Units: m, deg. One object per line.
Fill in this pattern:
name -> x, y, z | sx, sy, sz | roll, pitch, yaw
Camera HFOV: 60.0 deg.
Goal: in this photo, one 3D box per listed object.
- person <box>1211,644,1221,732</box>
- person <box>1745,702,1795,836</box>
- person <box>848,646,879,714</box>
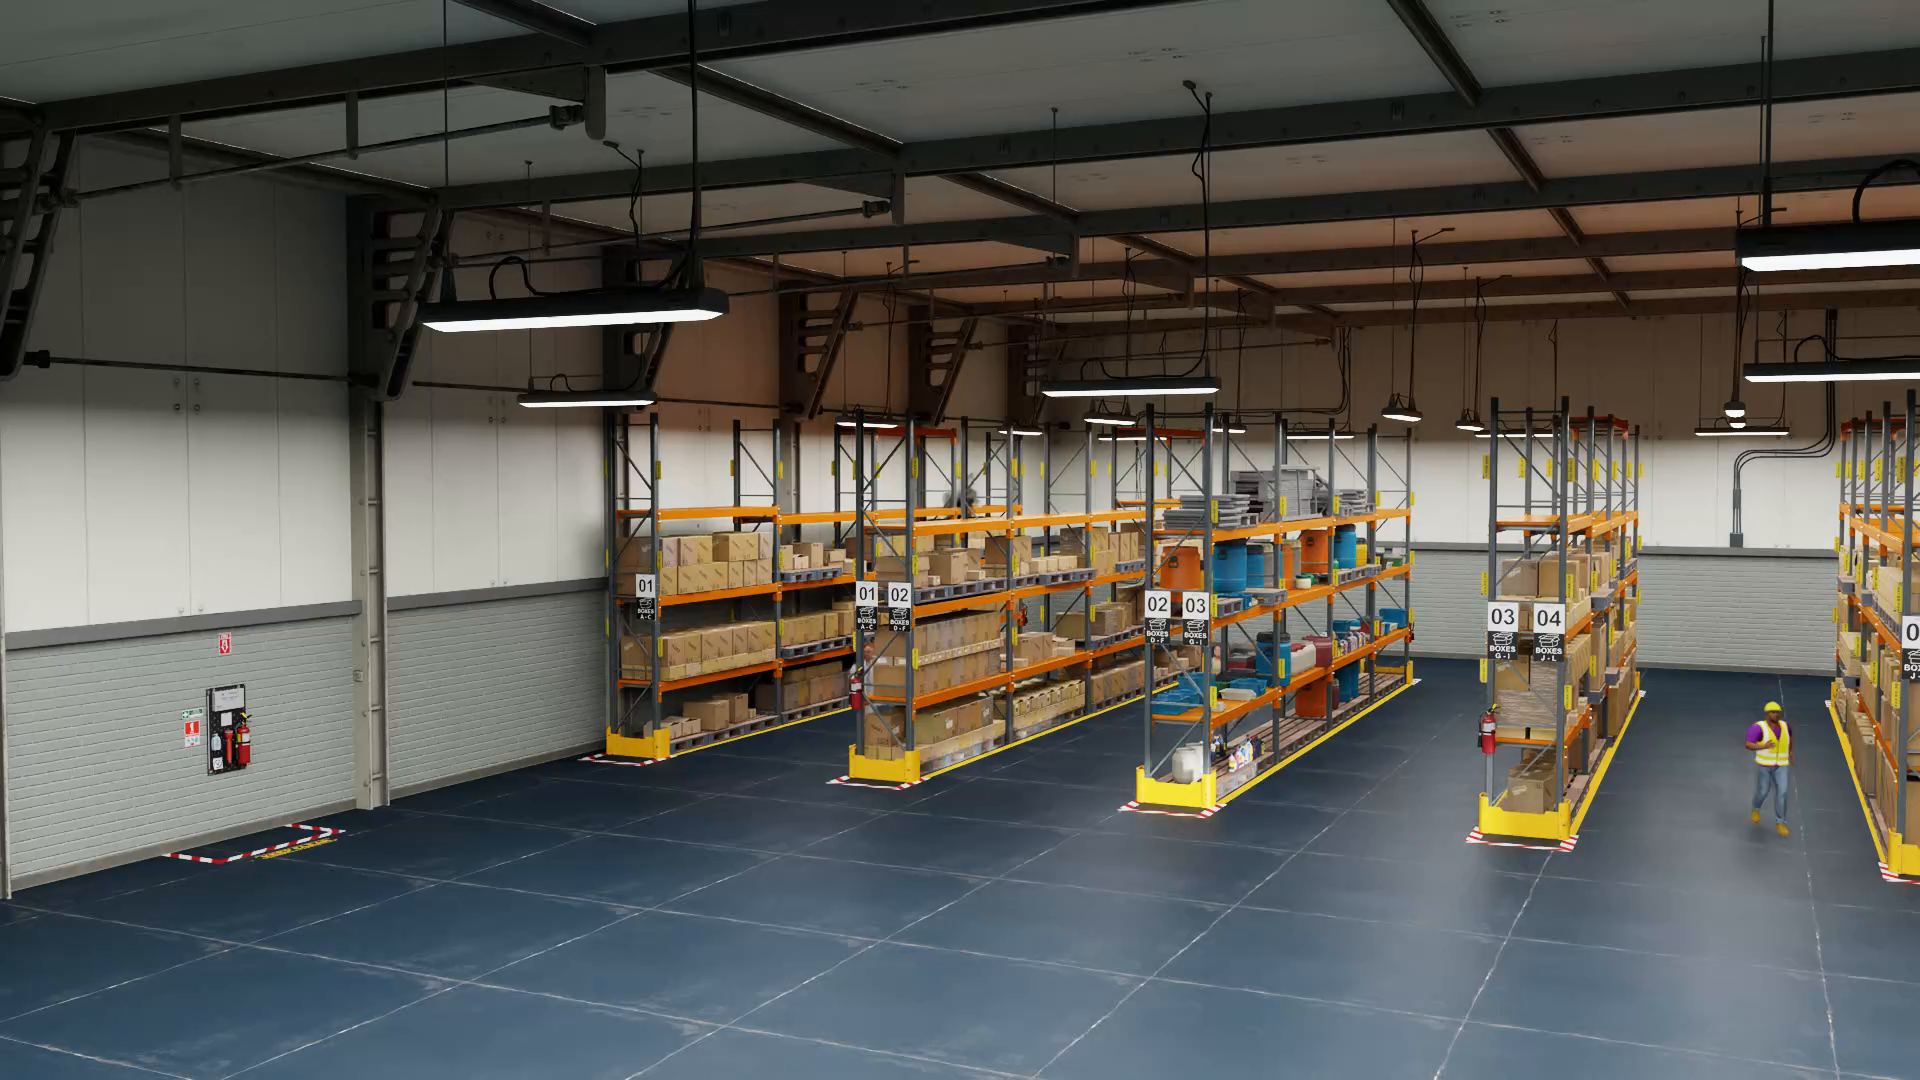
person -> 4.909, 2.834, 31.696 | 0.547, 1.725, 0.734 | 1, 3, 22
person -> 11.221, 3.118, 23.019 | 0.730, 1.770, 0.939 | 0, 2, 5
person -> -1.663, 2.844, 30.188 | 0.692, 1.863, 0.881 | 1, 3, 18
